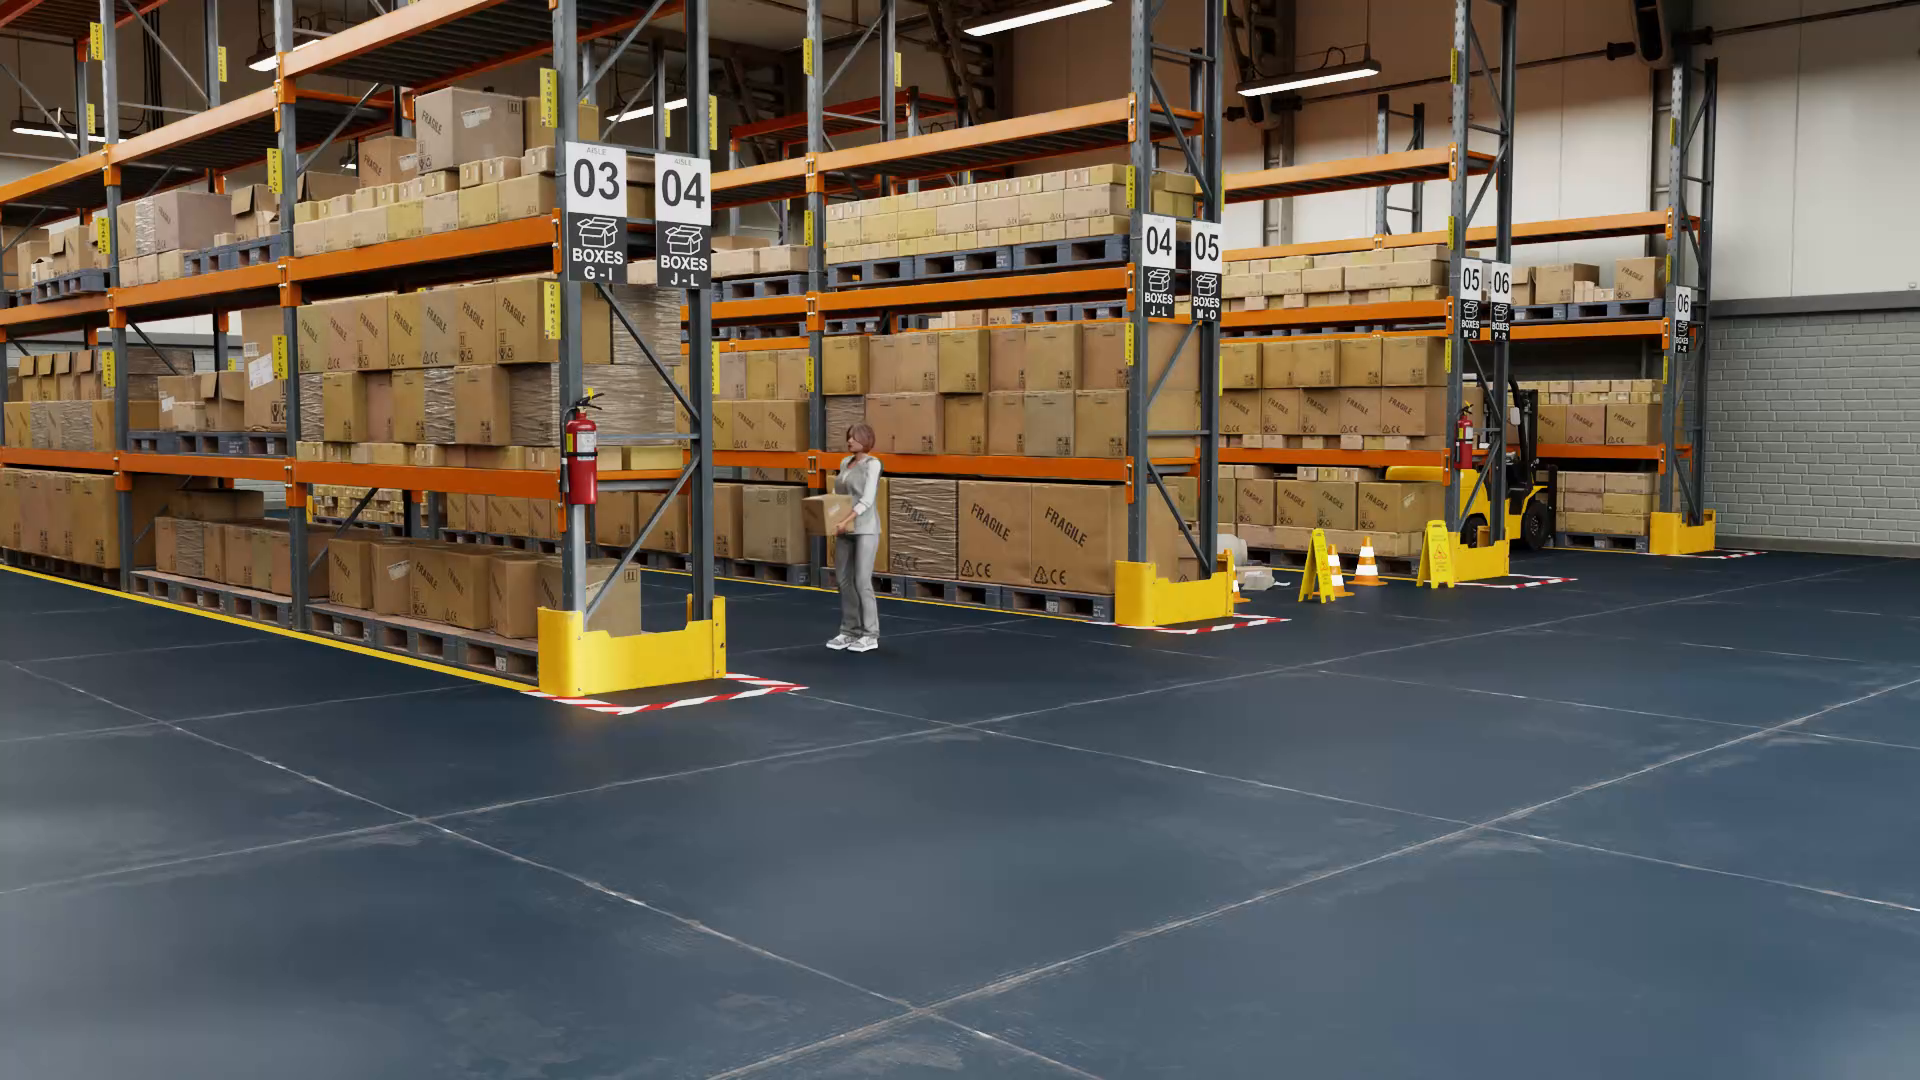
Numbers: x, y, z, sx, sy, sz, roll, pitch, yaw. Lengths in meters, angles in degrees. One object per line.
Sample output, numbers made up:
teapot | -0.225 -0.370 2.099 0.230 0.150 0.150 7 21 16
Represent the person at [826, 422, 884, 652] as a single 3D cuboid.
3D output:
person | -0.782 -0.025 11.592 0.489 1.596 0.425 -4 6 -44
